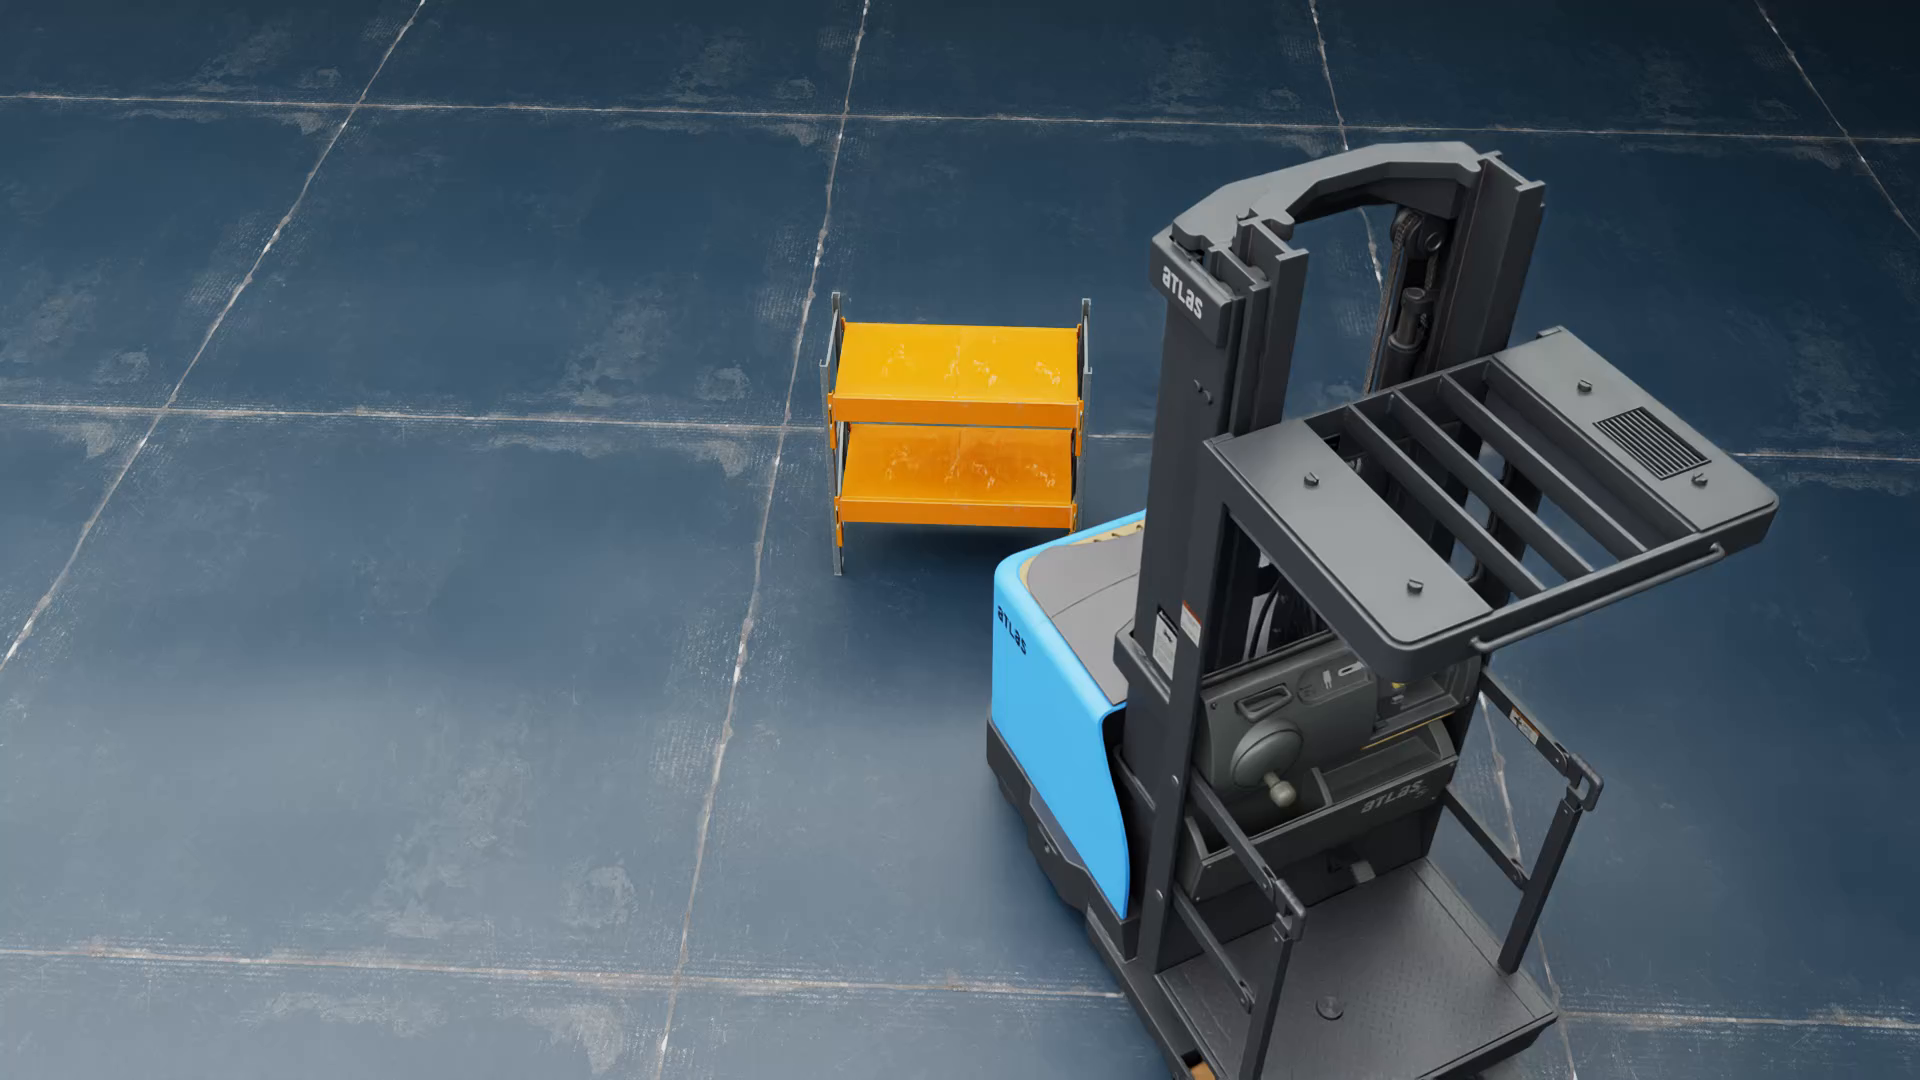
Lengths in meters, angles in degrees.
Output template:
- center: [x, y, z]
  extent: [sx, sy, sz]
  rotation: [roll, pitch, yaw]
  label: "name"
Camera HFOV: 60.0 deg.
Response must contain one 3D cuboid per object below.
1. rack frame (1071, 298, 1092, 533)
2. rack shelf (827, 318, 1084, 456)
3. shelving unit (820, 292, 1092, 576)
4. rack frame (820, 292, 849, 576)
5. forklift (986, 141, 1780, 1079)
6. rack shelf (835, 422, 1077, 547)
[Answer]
- center: [0.501, -0.396, 6.935]
  extent: [0.032, 1.125, 0.500]
  rotation: [2, 43, 2]
  label: "rack frame"
- center: [-0.007, -0.626, 6.753]
  extent: [1.000, 0.278, 0.538]
  rotation: [2, 43, 2]
  label: "rack shelf"
- center: [-0.007, -0.412, 6.952]
  extent: [1.048, 1.125, 0.538]
  rotation: [2, 43, 2]
  label: "shelving unit"
- center: [-0.515, -0.427, 6.969]
  extent: [0.032, 1.125, 0.500]
  rotation: [2, 43, 2]
  label: "rack frame"
- center: [1.195, 0.544, 4.601]
  extent: [1.130, 2.935, 3.031]
  rotation: [-18, 46, -19]
  label: "forklift"
- center: [-0.007, -0.233, 7.119]
  extent: [1.000, 0.278, 0.538]
  rotation: [2, 43, 2]
  label: "rack shelf"
